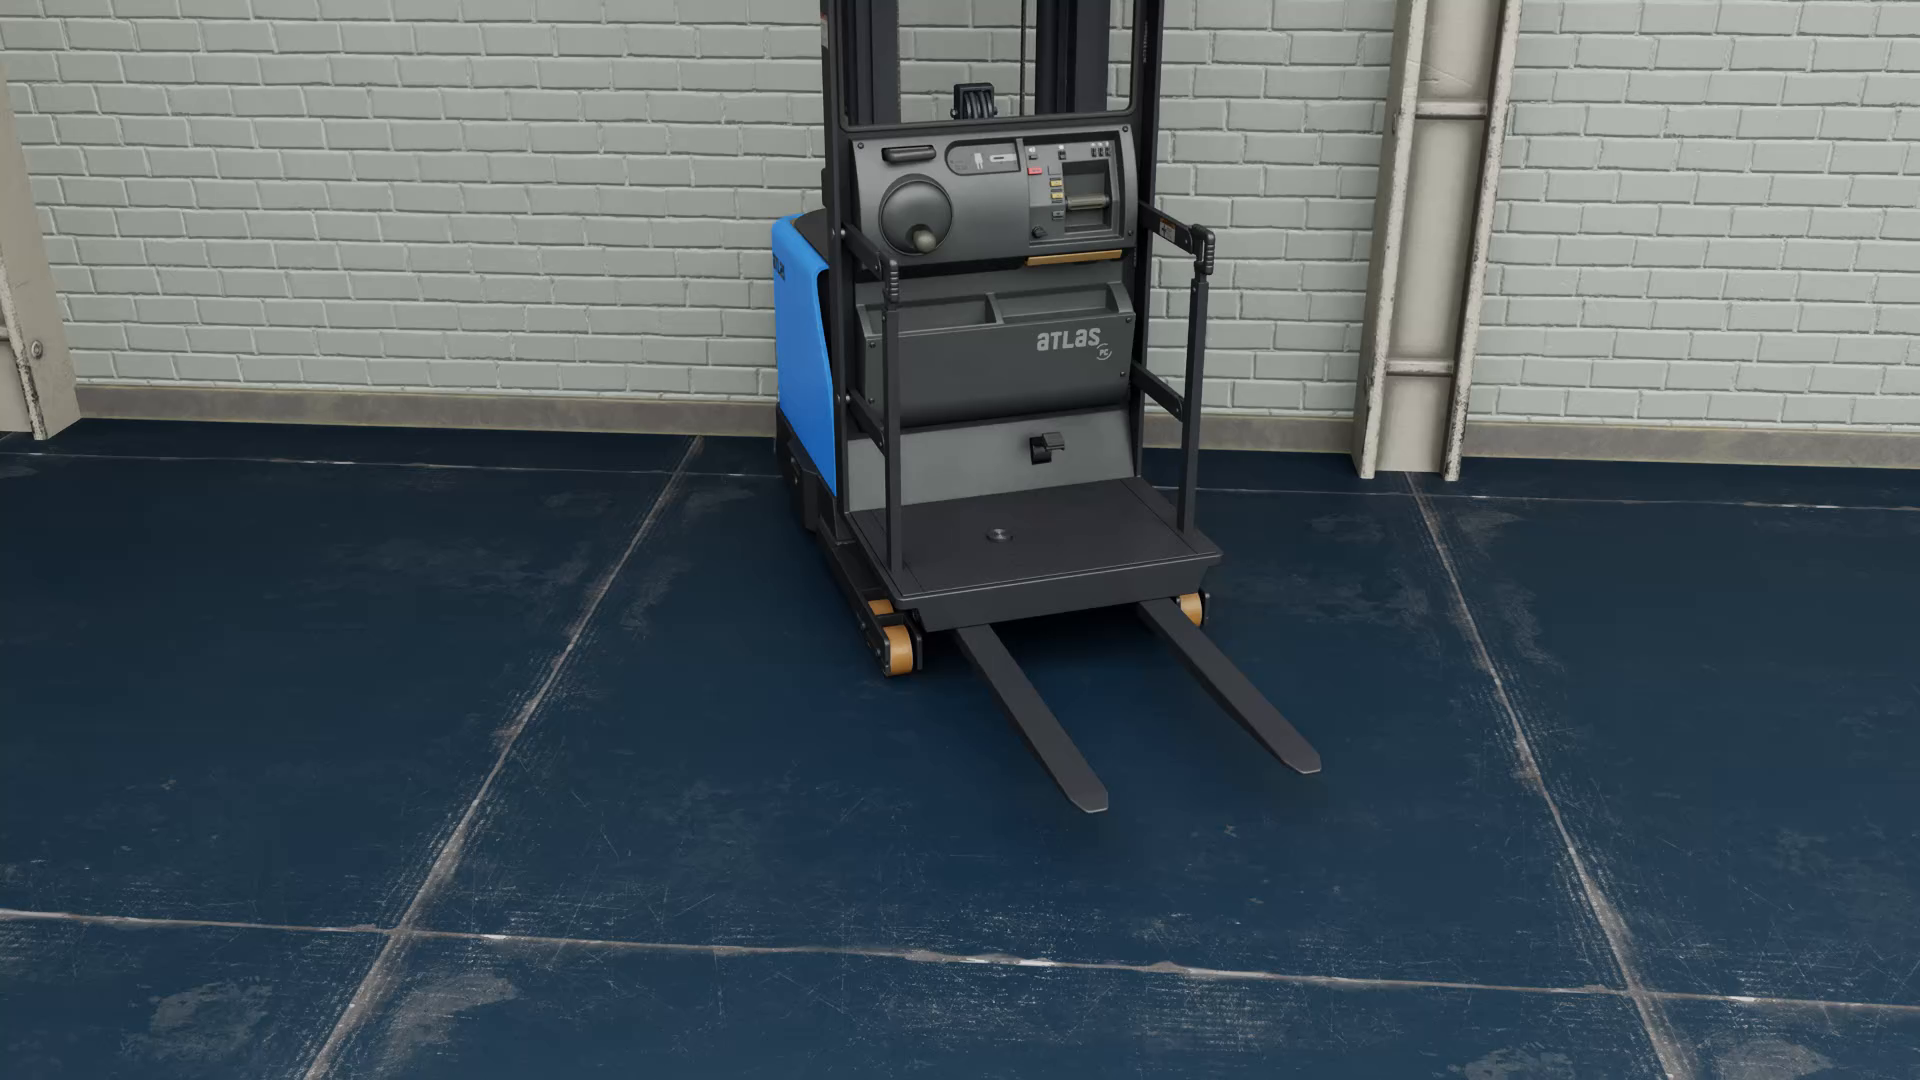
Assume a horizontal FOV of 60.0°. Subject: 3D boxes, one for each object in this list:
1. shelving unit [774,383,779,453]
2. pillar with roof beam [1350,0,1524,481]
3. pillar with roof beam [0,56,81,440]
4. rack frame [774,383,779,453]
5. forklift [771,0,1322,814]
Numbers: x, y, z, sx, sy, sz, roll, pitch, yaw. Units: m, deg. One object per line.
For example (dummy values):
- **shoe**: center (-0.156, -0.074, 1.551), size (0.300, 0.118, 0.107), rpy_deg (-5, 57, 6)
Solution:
- **shelving unit**: center (-0.626, -0.813, 6.887), size (0.210, 0.900, 0.258), rpy_deg (6, 23, 0)
- **pillar with roof beam**: center (1.515, -2.605, 1.146), size (0.400, 9.000, 9.100), rpy_deg (2, 25, 4)
- **pillar with roof beam**: center (-4.467, -2.797, 1.563), size (0.400, 9.000, 9.100), rpy_deg (2, 25, 4)
- **rack frame**: center (-0.727, -0.824, 6.888), size (0.006, 0.900, 0.240), rpy_deg (6, 23, 0)
- **forklift**: center (0.187, -1.083, 5.097), size (1.130, 2.935, 3.031), rpy_deg (-7, 26, -16)
